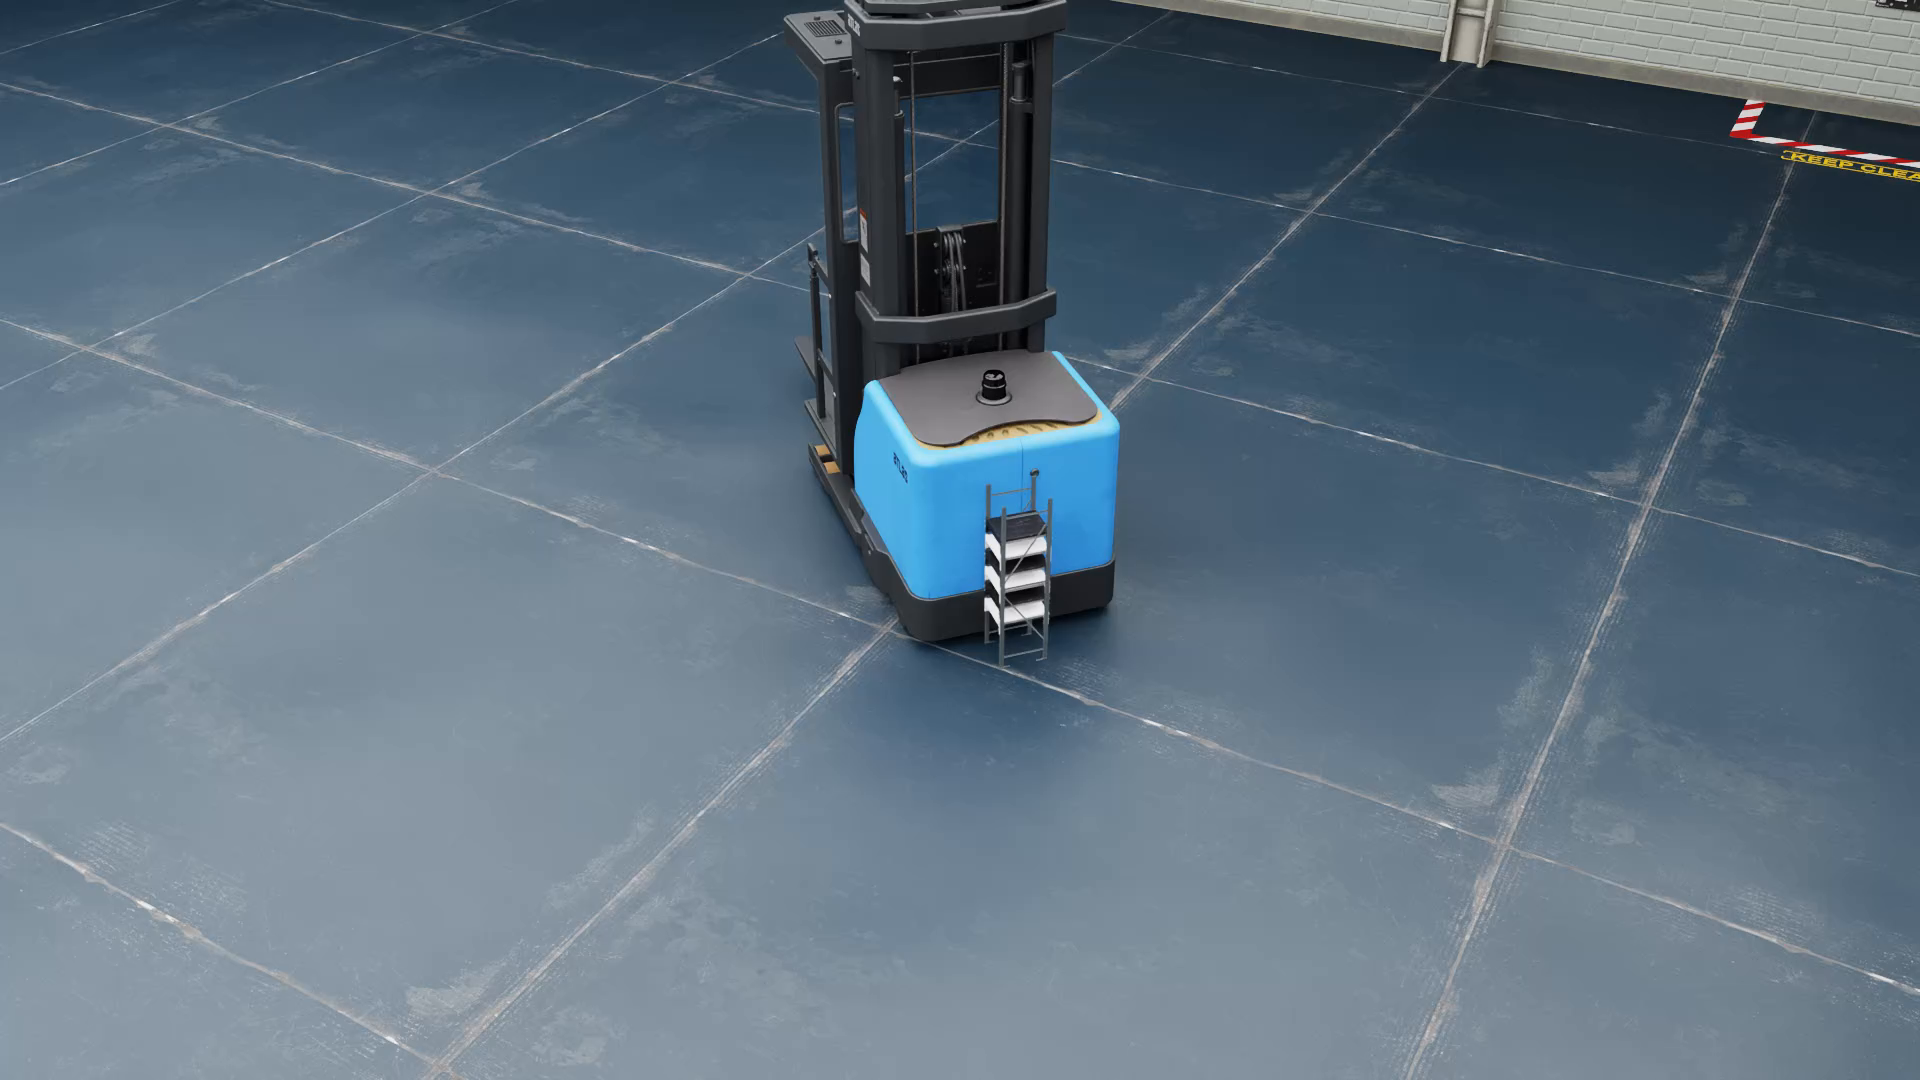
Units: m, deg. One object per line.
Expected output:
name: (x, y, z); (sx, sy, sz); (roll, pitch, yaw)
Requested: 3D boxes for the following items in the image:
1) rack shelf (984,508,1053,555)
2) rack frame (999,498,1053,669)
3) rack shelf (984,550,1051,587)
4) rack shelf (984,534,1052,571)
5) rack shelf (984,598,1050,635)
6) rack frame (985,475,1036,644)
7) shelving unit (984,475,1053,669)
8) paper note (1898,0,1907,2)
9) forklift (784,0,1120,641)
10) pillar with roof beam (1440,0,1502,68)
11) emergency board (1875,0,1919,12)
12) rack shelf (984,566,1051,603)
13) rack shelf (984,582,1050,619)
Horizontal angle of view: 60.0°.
rack shelf: (0.266, -0.040, 7.572); (0.258, 0.077, 0.200); (-11, 35, -16)
rack frame: (0.299, 0.210, 7.623); (0.240, 0.900, 0.006); (-11, 35, -16)
rack shelf: (0.266, 0.109, 7.671); (0.258, 0.077, 0.200); (-11, 35, -16)
rack shelf: (0.266, 0.035, 7.622); (0.258, 0.077, 0.200); (-11, 35, -16)
rack shelf: (0.266, 0.334, 7.821); (0.258, 0.077, 0.200); (-11, 35, -16)
rack frame: (0.233, 0.103, 7.783); (0.240, 0.900, 0.006); (-11, 35, -16)
shelving unit: (0.266, 0.157, 7.703); (0.258, 0.900, 0.210); (-11, 35, -16)
paper note: (7.663, -4.475, 13.559); (0.142, 0.148, 0.016); (18, 37, 24)
forklift: (-0.205, -1.550, 8.434); (1.130, 2.935, 3.031); (-11, 35, -16)
pillar with roof beam: (2.563, -6.138, 9.848); (0.400, 9.000, 9.100); (18, 37, 24)
emergency board: (7.784, -4.771, 13.209); (0.626, 1.169, 0.157); (18, 37, 24)
rack shelf: (0.266, 0.184, 7.721); (0.258, 0.077, 0.200); (-11, 35, -16)
rack shelf: (0.266, 0.259, 7.771); (0.258, 0.077, 0.200); (-11, 35, -16)
